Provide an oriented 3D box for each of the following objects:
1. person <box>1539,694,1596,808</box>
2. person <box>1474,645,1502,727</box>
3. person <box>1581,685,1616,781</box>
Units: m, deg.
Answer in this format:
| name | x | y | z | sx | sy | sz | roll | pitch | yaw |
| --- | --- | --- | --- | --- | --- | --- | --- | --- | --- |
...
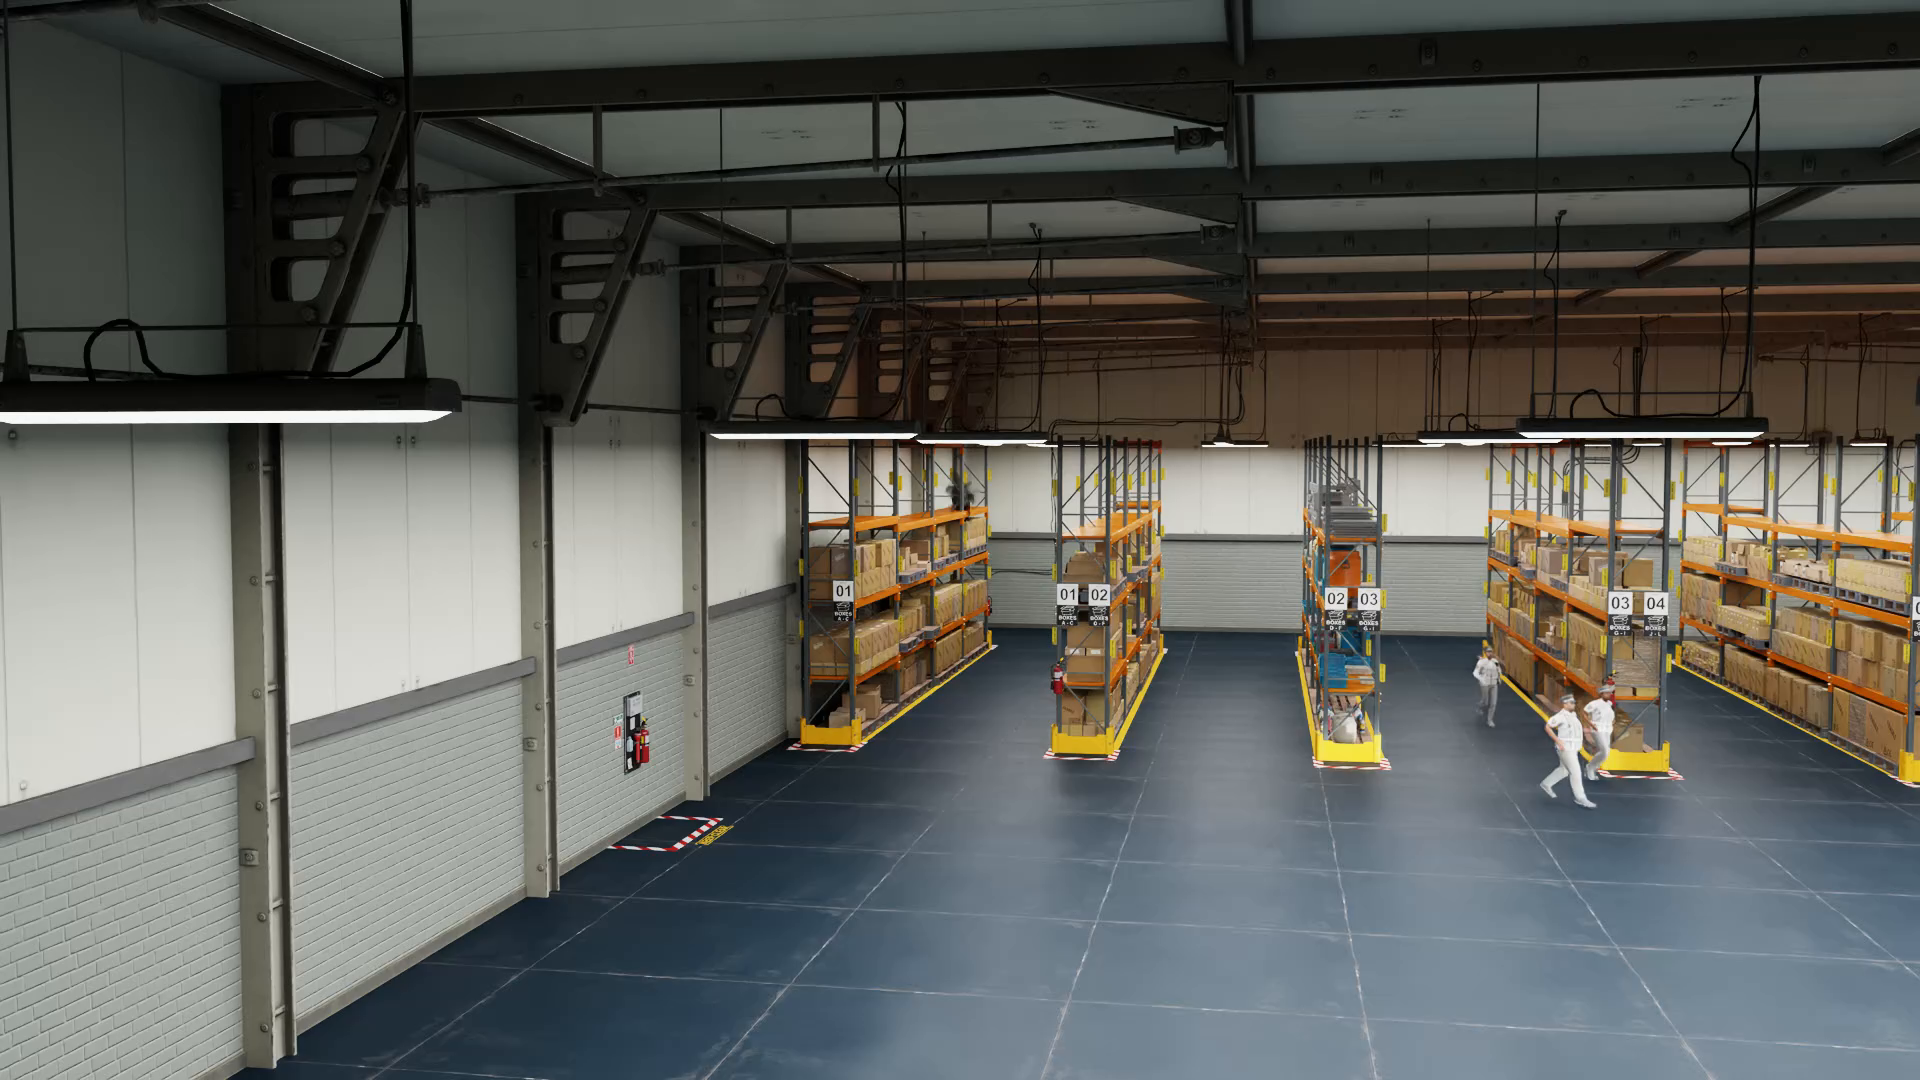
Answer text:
| name | x | y | z | sx | sy | sz | roll | pitch | yaw |
| --- | --- | --- | --- | --- | --- | --- | --- | --- | --- |
| person | 9.809 | 3.360 | 26.826 | 0.981 | 1.776 | 0.661 | 3 | 4 | 40 |
| person | 11.030 | 3.027 | 34.676 | 0.617 | 1.682 | 0.689 | 0 | 3 | -3 |
| person | 11.117 | 3.330 | 28.788 | 0.604 | 1.666 | 0.564 | -1 | 3 | -25 |
